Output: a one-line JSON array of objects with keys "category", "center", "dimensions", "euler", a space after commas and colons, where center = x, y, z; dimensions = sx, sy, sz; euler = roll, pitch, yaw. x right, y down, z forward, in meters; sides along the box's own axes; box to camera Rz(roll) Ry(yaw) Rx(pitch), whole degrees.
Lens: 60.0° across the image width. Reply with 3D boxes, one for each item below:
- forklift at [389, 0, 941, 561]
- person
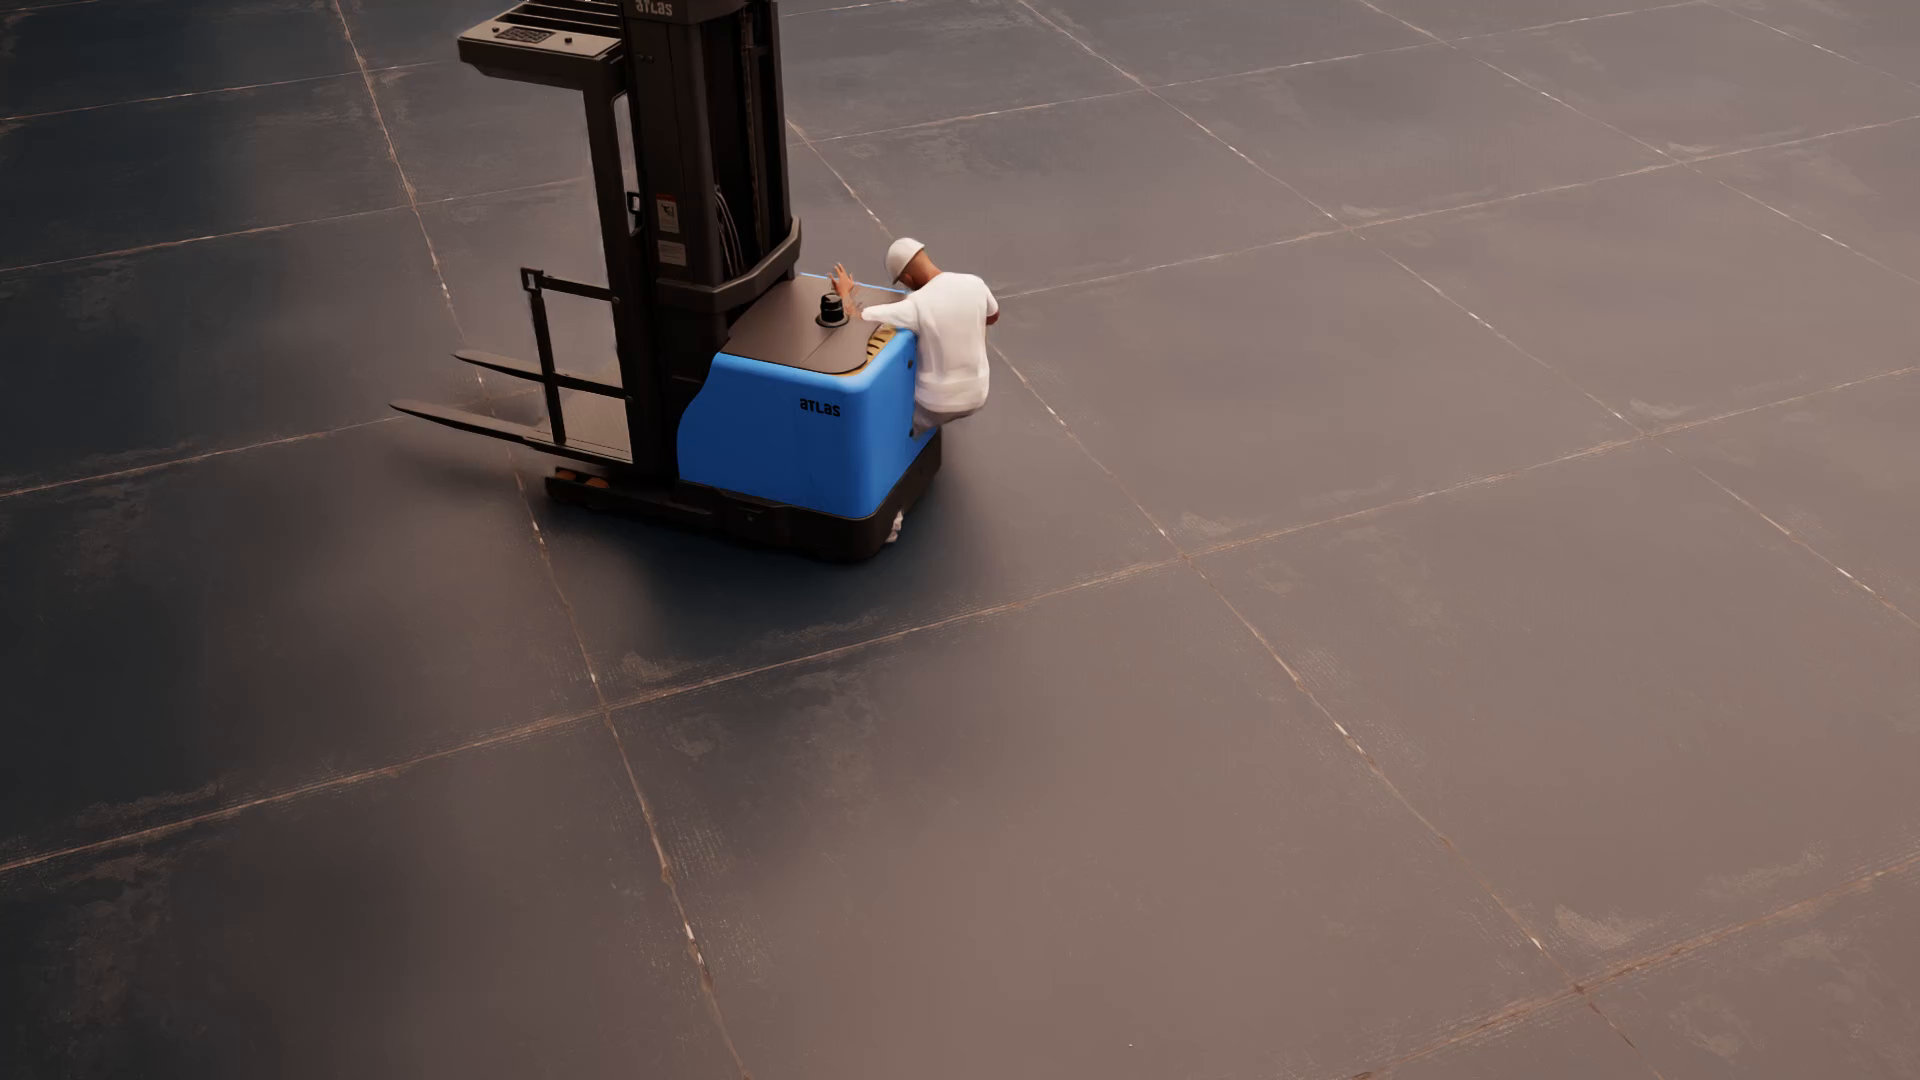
[{"category": "forklift", "center": [-1.671, -1.627, 8.387], "dimensions": [3.031, 2.935, 1.130], "euler": [13, 37, 18]}, {"category": "person", "center": [-0.242, -0.948, 8.766], "dimensions": [1.082, 1.415, 1.121], "euler": [-18, 39, -23]}]
